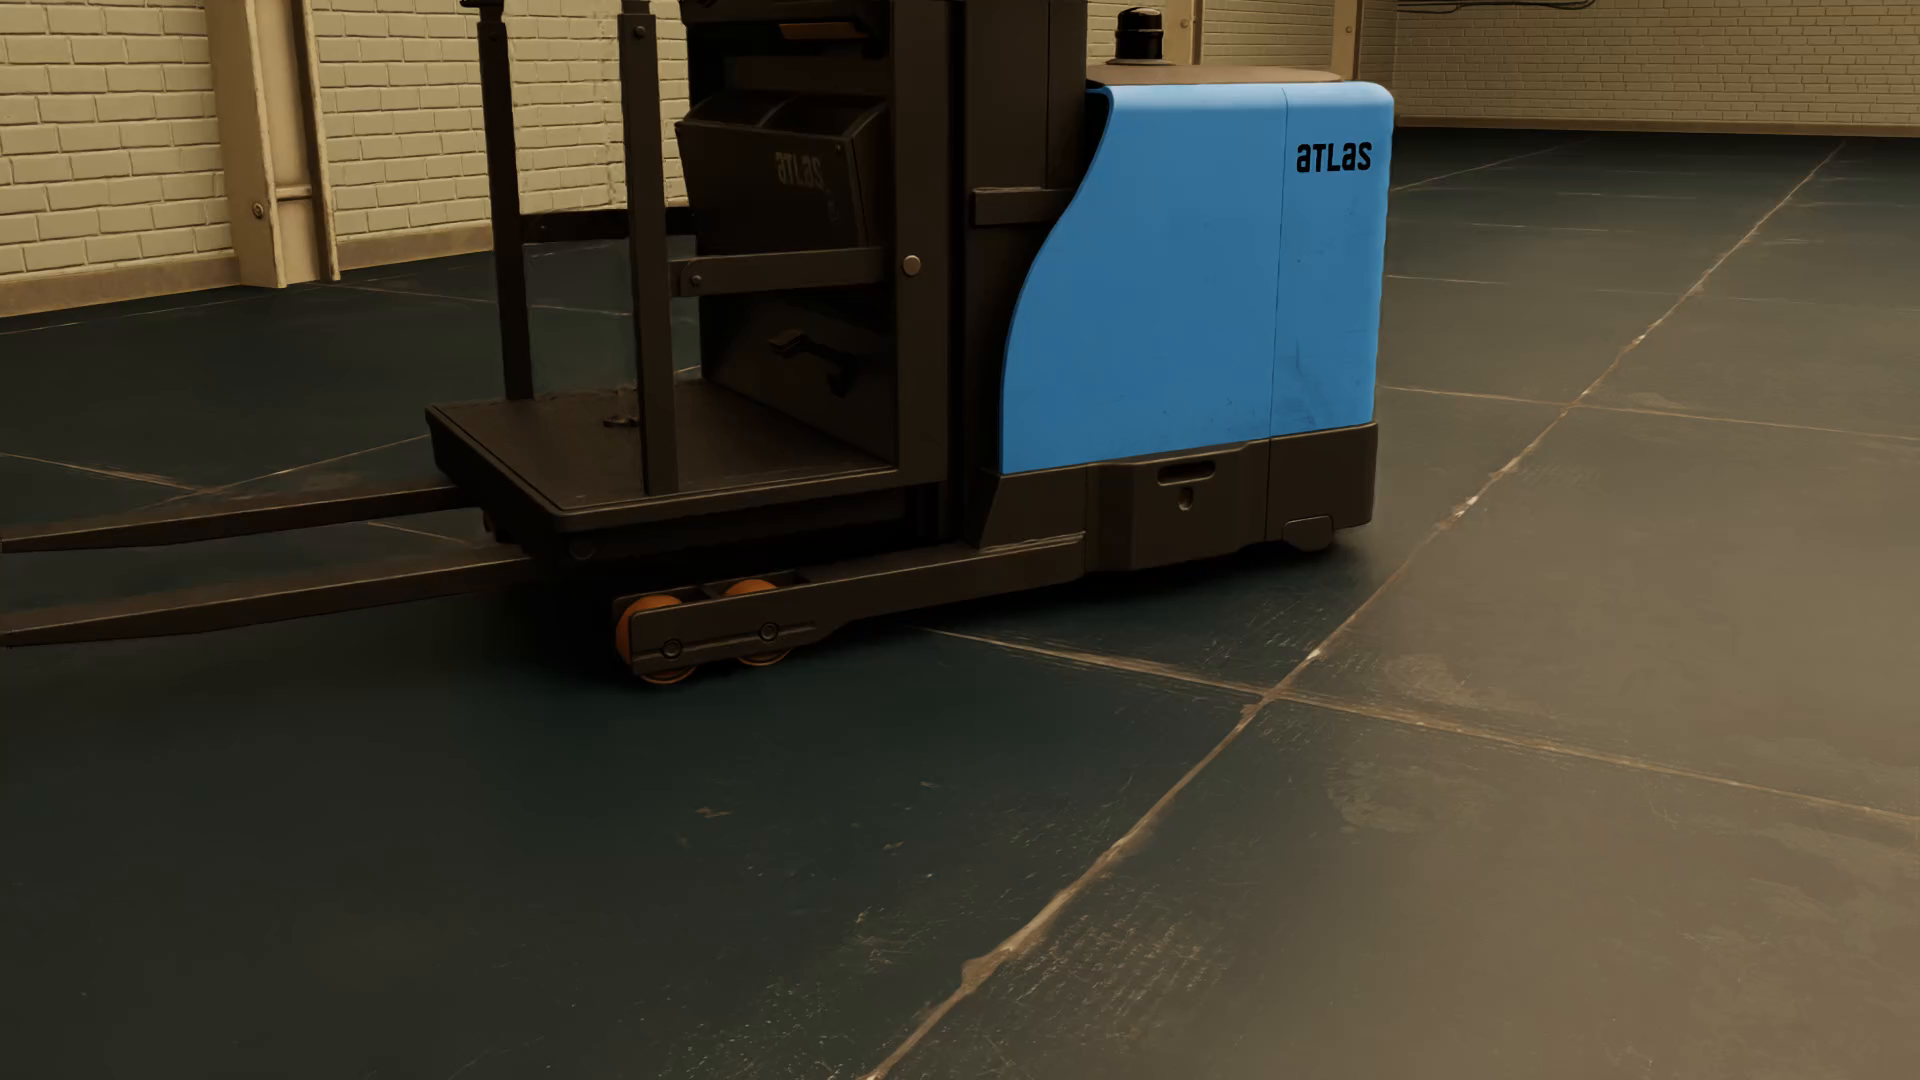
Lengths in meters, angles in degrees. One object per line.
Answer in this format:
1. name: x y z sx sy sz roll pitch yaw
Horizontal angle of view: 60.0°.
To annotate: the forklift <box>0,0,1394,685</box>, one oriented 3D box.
1. forklift: -0.558 -1.305 3.283 3.031 2.935 1.130 -9 19 -28
